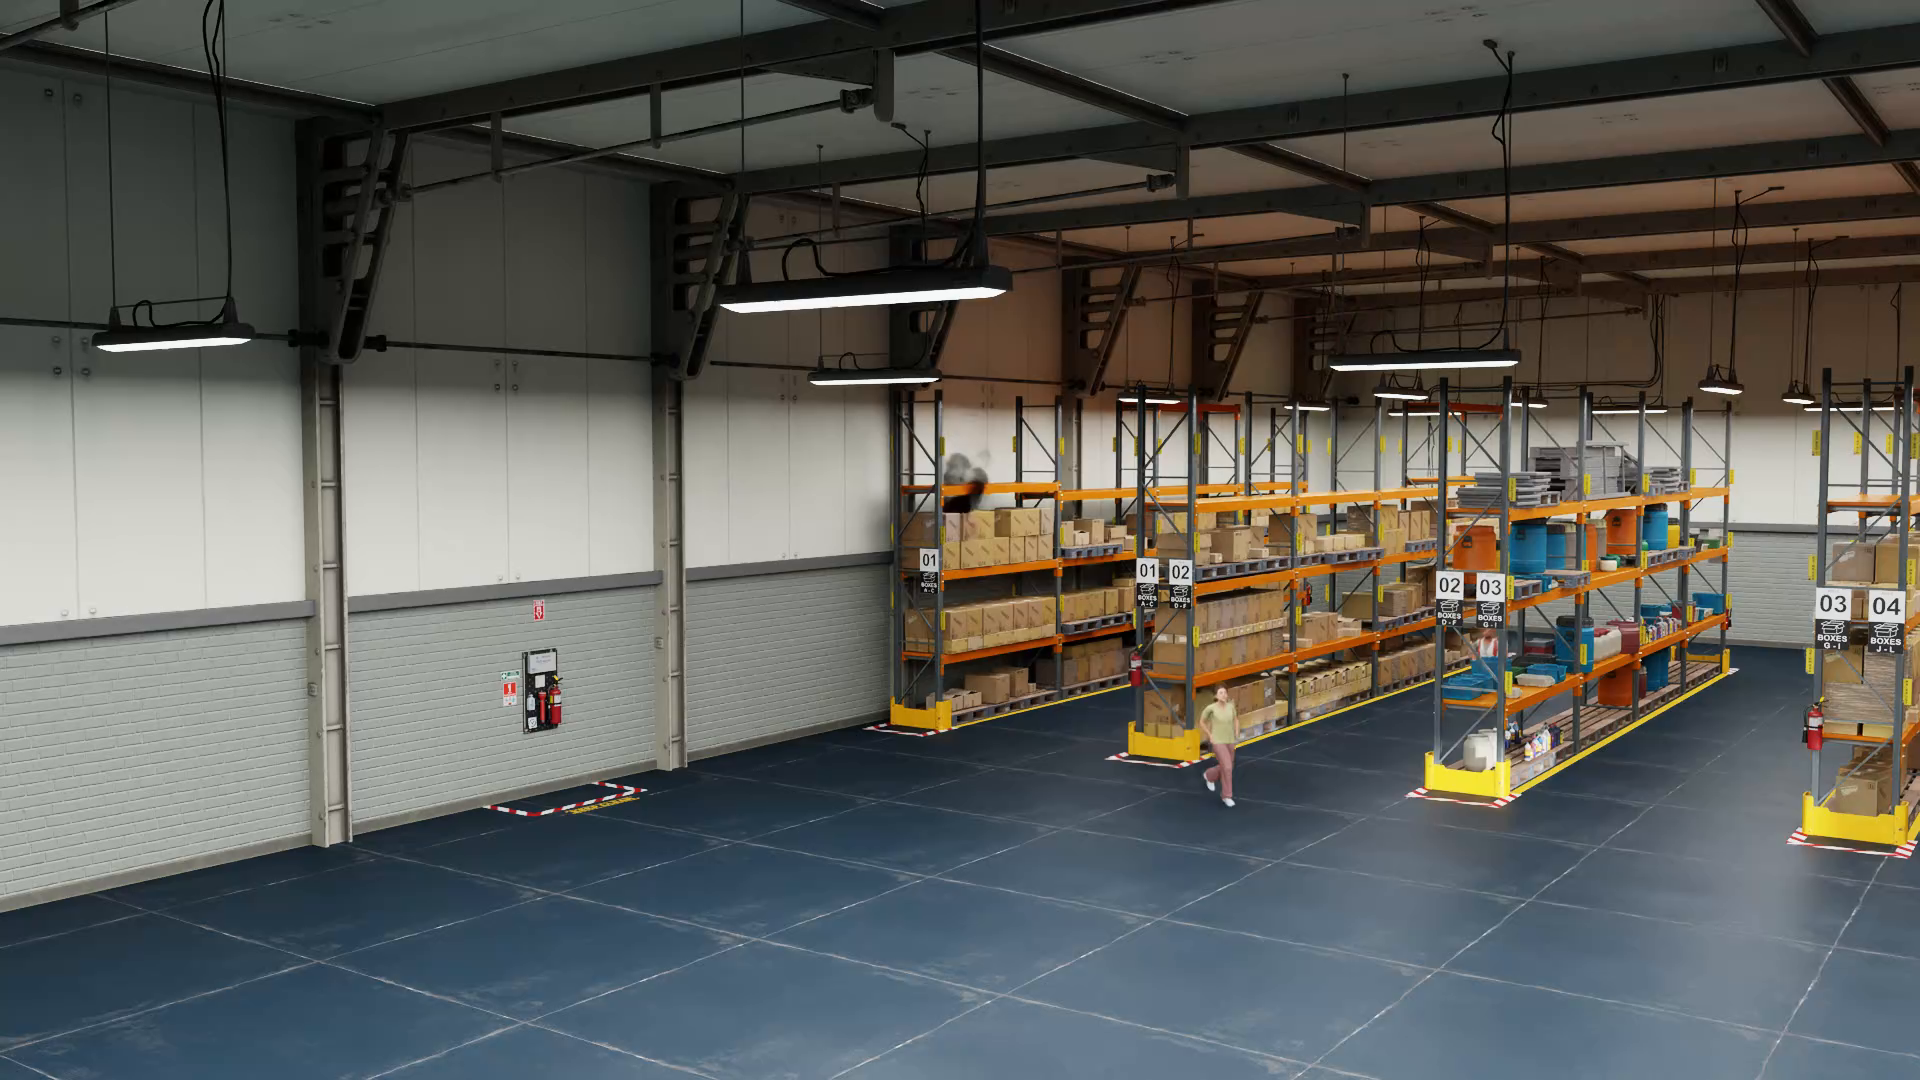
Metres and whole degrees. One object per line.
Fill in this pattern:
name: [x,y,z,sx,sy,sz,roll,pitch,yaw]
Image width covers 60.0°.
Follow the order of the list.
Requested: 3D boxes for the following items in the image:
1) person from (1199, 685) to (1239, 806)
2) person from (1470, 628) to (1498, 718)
person: [3.676,2.866,23.448,0.574,1.662,0.765,-1,3,-21]
person: [9.704,2.409,30.610,0.625,1.738,0.615,2,4,29]
